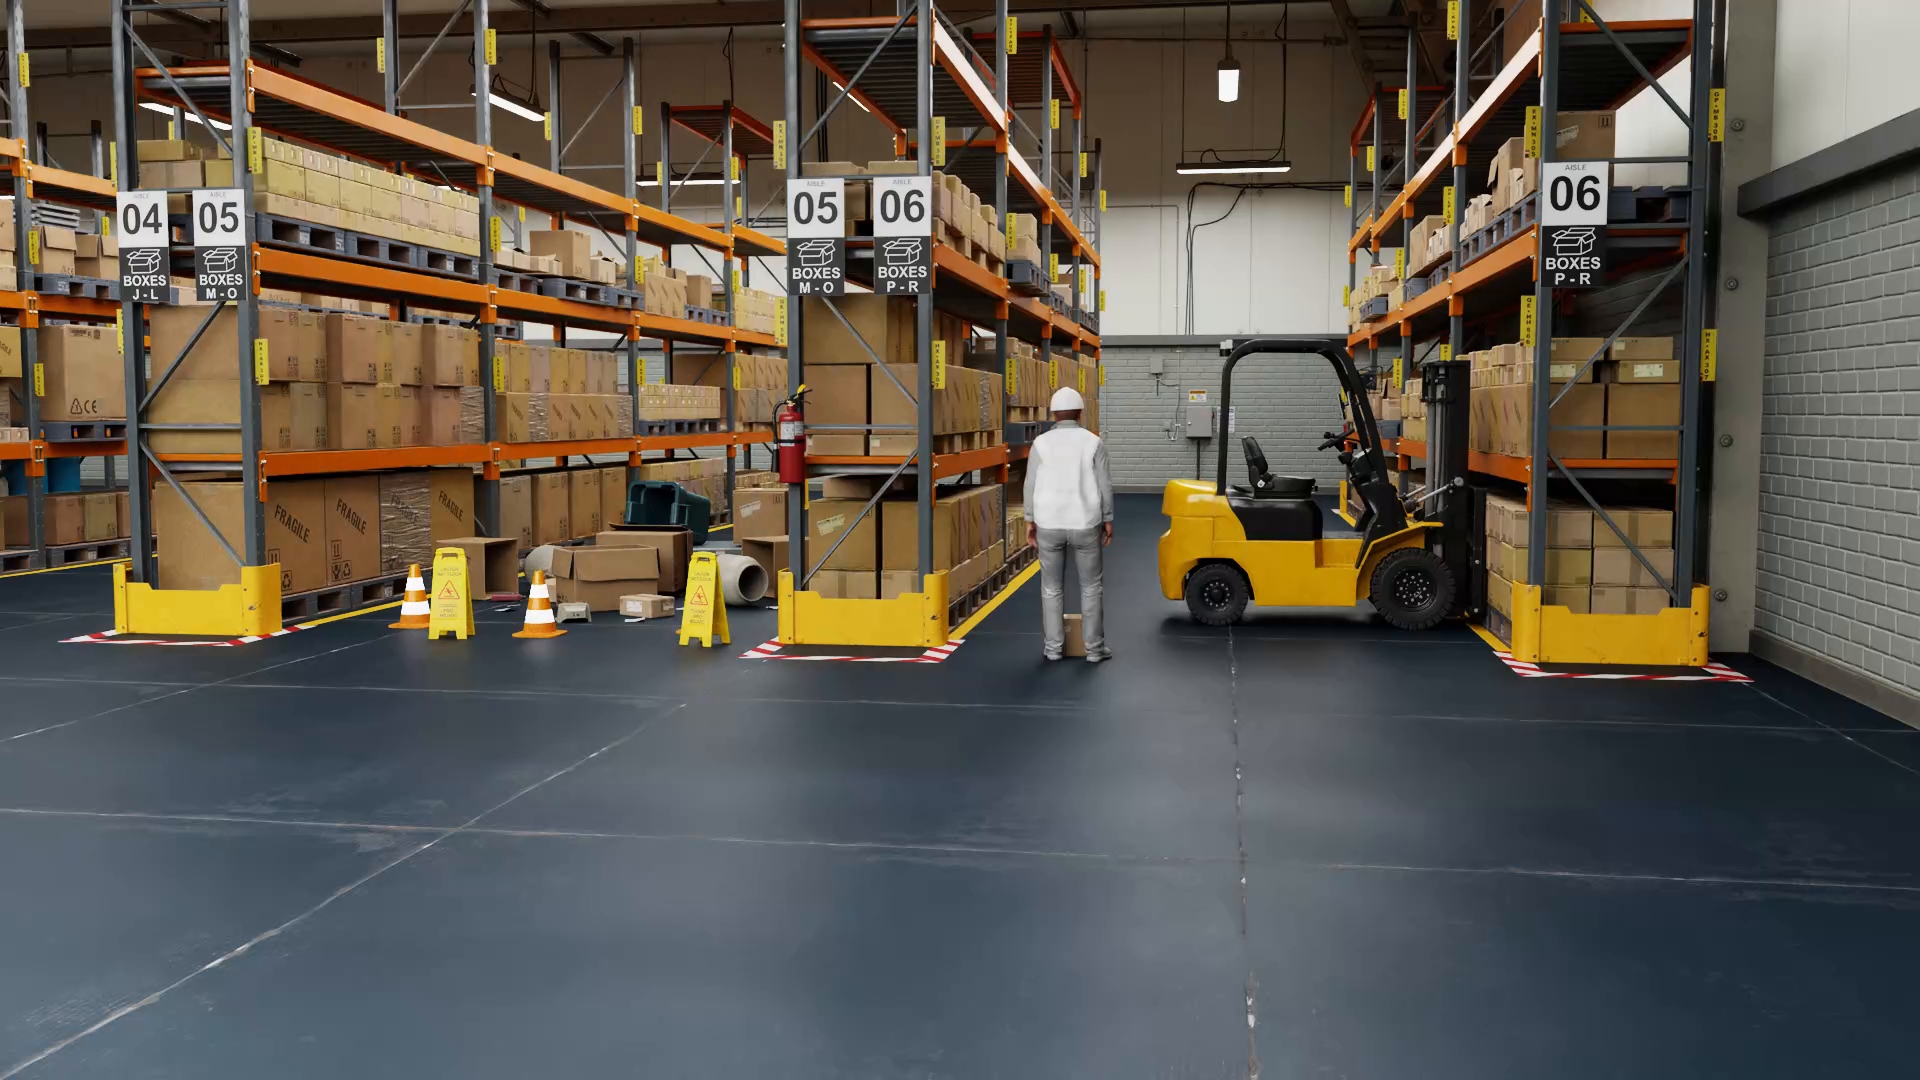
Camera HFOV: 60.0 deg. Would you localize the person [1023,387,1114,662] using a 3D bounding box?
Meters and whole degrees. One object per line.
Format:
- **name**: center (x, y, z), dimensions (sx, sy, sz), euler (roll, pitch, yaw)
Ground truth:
- **person**: center (0.707, -0.104, 10.804), dimensions (0.584, 1.771, 0.466), euler (1, 4, 8)
